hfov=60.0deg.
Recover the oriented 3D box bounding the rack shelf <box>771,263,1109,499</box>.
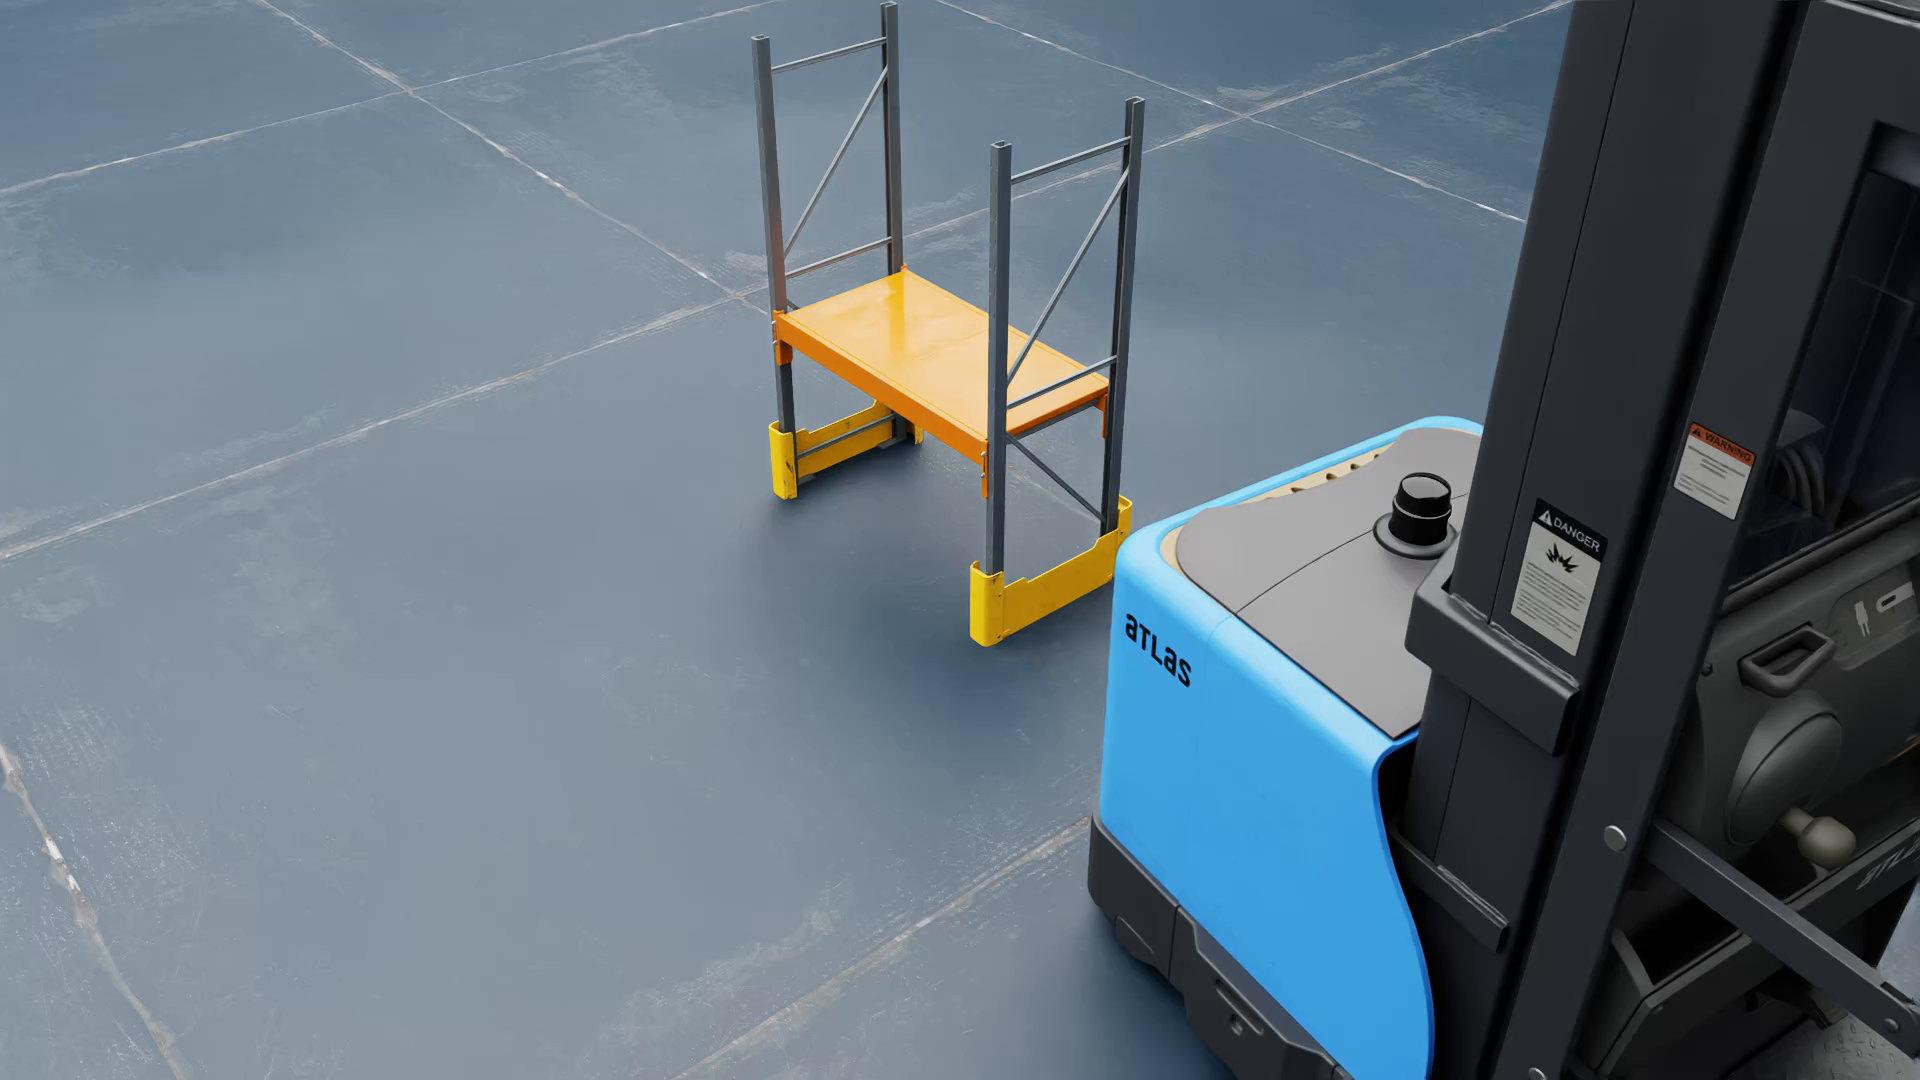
[{"bbox_3d":[-0.055,-0.503,4.974,0.538,0.185,1.000,-26,43,-32],"label":"rack shelf"}]

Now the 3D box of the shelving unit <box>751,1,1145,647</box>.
[{"bbox_3d":[-0.049,-0.646,4.864,0.587,1.500,1.083,-26,43,-32],"label":"shelving unit"}]

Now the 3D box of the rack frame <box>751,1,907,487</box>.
[{"bbox_3d":[-0.383,-0.874,5.187,0.500,1.500,0.032,-26,43,-32],"label":"rack frame"}]

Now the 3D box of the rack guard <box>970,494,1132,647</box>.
[{"bbox_3d":[0.272,0.084,4.915,0.587,0.250,0.087,-26,43,-32],"label":"rack guard"}]

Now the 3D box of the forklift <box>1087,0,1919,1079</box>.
[{"bbox_3d":[1.523,0.240,2.376,1.130,2.935,3.031,-20,40,-26],"label":"forklift"}]

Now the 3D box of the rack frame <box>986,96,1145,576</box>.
[{"bbox_3d":[0.273,-0.425,4.553,0.500,1.500,0.032,-26,43,-32],"label":"rack frame"}]

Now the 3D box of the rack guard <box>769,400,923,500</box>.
[{"bbox_3d":[-0.371,-0.356,5.536,0.587,0.250,0.087,-26,43,-32],"label":"rack guard"}]
